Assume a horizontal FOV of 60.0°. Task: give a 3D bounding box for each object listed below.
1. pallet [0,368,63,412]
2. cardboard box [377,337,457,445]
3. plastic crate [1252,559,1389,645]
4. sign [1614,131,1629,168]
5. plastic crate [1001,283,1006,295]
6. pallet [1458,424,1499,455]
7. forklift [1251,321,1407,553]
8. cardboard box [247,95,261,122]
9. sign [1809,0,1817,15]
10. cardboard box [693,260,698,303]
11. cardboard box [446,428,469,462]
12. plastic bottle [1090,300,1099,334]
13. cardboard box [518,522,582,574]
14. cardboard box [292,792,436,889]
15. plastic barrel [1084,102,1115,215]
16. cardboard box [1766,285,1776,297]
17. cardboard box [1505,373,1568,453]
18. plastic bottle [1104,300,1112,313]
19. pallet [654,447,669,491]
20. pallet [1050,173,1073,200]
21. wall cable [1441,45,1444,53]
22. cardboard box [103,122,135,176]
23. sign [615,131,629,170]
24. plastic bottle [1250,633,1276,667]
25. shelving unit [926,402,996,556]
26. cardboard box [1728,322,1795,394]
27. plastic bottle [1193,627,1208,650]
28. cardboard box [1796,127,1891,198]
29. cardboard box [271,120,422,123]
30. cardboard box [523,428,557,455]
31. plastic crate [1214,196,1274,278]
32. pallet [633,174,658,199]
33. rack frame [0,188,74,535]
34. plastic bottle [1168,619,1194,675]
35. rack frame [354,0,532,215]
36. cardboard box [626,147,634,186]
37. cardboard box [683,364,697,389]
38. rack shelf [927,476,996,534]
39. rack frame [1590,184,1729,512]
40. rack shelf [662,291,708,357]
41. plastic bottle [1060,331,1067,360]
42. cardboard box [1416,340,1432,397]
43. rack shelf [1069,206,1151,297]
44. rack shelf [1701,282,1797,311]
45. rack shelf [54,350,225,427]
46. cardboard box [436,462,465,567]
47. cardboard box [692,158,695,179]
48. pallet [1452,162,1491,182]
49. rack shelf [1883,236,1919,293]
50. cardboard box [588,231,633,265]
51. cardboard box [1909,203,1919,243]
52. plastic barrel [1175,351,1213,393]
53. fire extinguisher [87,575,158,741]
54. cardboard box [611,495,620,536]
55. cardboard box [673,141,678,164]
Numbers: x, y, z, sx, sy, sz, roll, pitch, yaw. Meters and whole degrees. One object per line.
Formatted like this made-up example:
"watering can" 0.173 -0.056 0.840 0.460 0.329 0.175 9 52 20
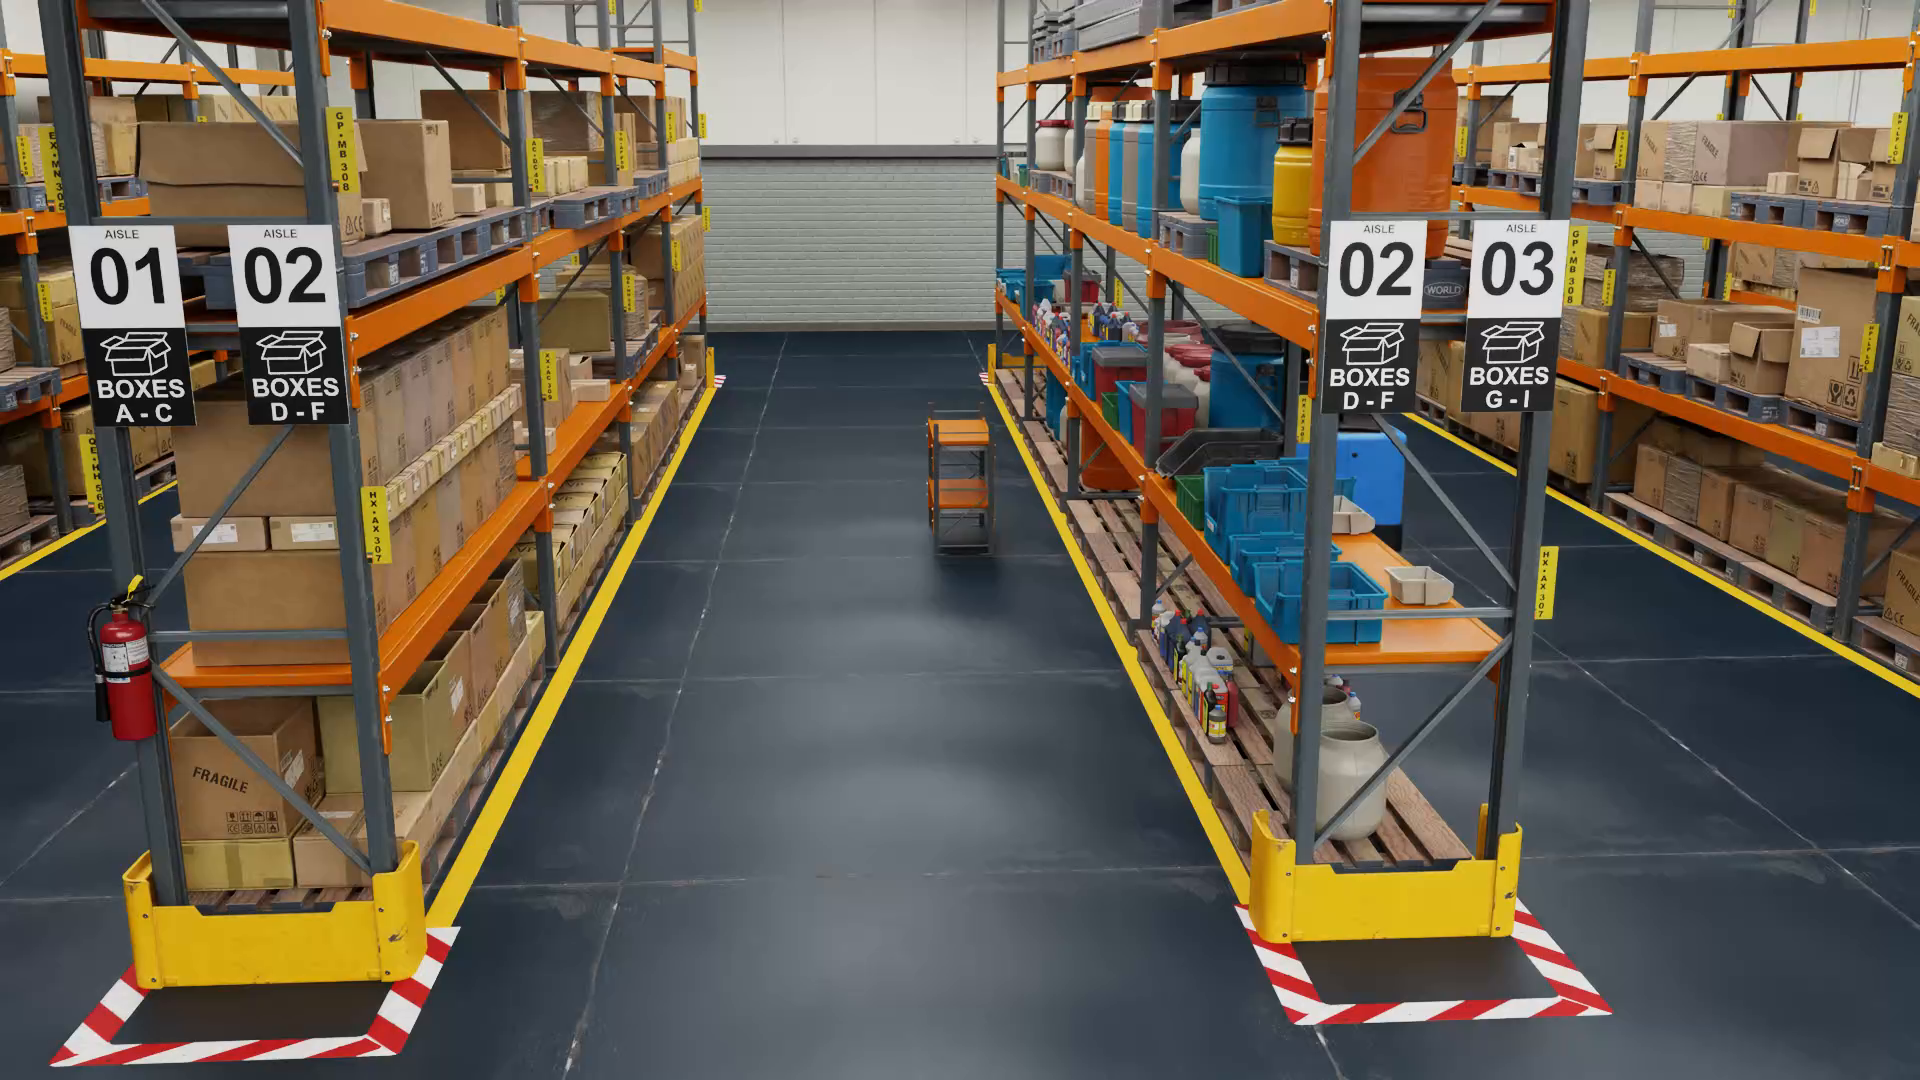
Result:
"pallet" -8.246 -1.240 13.710 1.213 0.211 1.003 -1 14 -3
"cardboard box" -3.078 -0.783 8.745 0.700 0.500 0.500 -1 14 -3
"plastic crate" 1.657 0.281 7.714 0.499 0.251 0.616 -1 14 -3
"sign" 5.880 -3.472 14.786 0.100 0.325 0.005 -1 14 -3
"plastic crate" 0.662 -3.236 21.492 0.250 0.136 0.298 -1 14 -3
"pallet" 6.310 -1.191 18.732 1.003 0.211 1.213 -1 14 -3
"forklift" 3.085 -1.610 14.903 1.130 2.935 3.031 -1 14 -3
"cardboard box" -8.483 -4.930 19.401 0.500 0.500 0.500 -1 14 -3
"sign" 11.451 -7.217 22.322 0.100 0.325 0.005 -1 14 -3
"cardboard box" -3.588 -3.263 20.989 0.500 0.500 0.500 -1 14 -3
"cardboard box" -2.878 -0.507 8.975 0.380 0.149 0.250 0 14 -2
"plastic bottle" 1.483 -2.406 17.958 0.144 0.351 0.185 -1 14 -3
"cardboard box" -3.008 0.035 11.922 0.500 0.311 0.500 -1 14 -4
"cardboard box" -2.768 1.395 7.758 0.500 0.250 0.500 -1 14 -3
"plastic barrel" 1.326 -3.149 13.720 0.600 0.901 0.600 0 14 0
"cardboard box" 10.741 -3.249 21.638 0.380 0.149 0.250 -1 14 -5
"cardboard box" 6.365 -1.306 17.003 1.225 0.875 0.875 -1 14 -3
"plastic bottle" 1.627 -2.408 17.966 0.144 0.351 0.185 -1 14 -3
"pallet" -3.534 -0.724 16.917 1.003 0.211 1.213 -1 14 -3
"pallet" 1.463 -3.542 16.631 1.003 0.211 1.213 -1 14 -3
"wall cable" 9.029 -9.650 27.517 2.277 5.999 0.120 -1 14 -3
"cardboard box" -8.601 -3.859 16.402 0.700 0.500 0.500 -1 14 -4
"sign" -2.898 -3.334 14.246 0.100 0.325 0.005 -1 14 -3
"plastic bottle" 1.932 0.652 10.557 0.152 0.276 0.135 -1 14 -3
"shelving unit" 0.000 -0.546 14.393 0.538 1.125 1.048 -1 14 -3
"cardboard box" 6.483 -1.426 12.998 0.797 0.503 0.637 1 14 2
"plastic bottle" 1.504 0.683 10.443 0.097 0.271 0.097 0 14 0
"cardboard box" 6.693 -2.802 12.325 0.797 0.503 0.637 0 14 -1
"cardboard box" -3.229 -1.953 8.747 0.797 0.503 0.637 1 14 3
"cardboard box" -3.056 -0.693 11.703 0.380 0.149 0.250 -1 14 -3
"plastic crate" 1.568 -1.586 8.683 0.392 0.384 0.575 -1 14 -3
"pallet" -3.663 -3.521 16.548 1.213 0.211 1.003 -1 14 -3
"rack frame" -8.397 -1.508 14.368 1.000 3.000 0.127 -1 14 -3
"plastic bottle" 1.387 0.658 10.384 0.144 0.351 0.185 -1 15 -6
"rack frame" -3.205 -3.496 10.055 1.000 3.000 0.127 -1 14 -3
"cardboard box" -3.577 -3.451 15.698 0.910 0.500 0.500 -1 14 -3
"cardboard box" -3.640 -2.088 21.259 0.500 0.250 0.500 -1 14 -3
"rack shelf" 0.000 -0.310 14.454 0.538 0.278 1.000 -1 14 -3
"rack frame" 6.435 -1.738 15.260 1.000 3.000 0.127 -1 14 -3
"rack shelf" -3.825 -2.729 20.558 1.077 0.370 4.000 -1 14 -3
"plastic bottle" 1.013 -1.876 16.056 0.097 0.271 0.097 0 14 0
"cardboard box" 6.170 -2.296 20.851 0.875 0.875 0.875 -1 14 -3
"rack shelf" 1.615 -2.268 12.745 1.077 0.370 4.000 -1 14 -3
"rack shelf" 11.020 -2.933 21.349 1.077 0.370 4.000 -1 14 -3
"rack shelf" -8.521 -1.657 16.391 1.077 0.370 4.000 -1 14 -3
"cardboard box" -3.072 -0.146 8.872 0.700 0.500 0.500 0 14 -2
"cardboard box" -3.633 -4.707 21.082 0.500 0.250 0.500 -1 14 -3
"pallet" 6.147 -4.346 19.555 1.003 0.211 1.213 -1 14 -3
"rack shelf" 6.806 -1.350 9.176 1.077 0.370 4.000 -1 14 -3
"cardboard box" -3.990 -3.235 18.872 0.500 0.500 0.500 -1 14 -3
"cardboard box" 6.455 -2.007 10.588 0.500 0.250 0.500 -1 15 -6
"plastic barrel" 1.853 -1.156 12.726 0.433 0.535 0.433 0 14 0
"fire extinguisher" -3.413 0.478 6.804 0.296 0.674 0.183 -1 14 -3
"cardboard box" -3.141 -0.202 13.967 0.500 0.250 0.500 -1 14 -4
"cardboard box" -3.516 -4.452 19.086 0.500 0.250 0.500 -1 14 -3
